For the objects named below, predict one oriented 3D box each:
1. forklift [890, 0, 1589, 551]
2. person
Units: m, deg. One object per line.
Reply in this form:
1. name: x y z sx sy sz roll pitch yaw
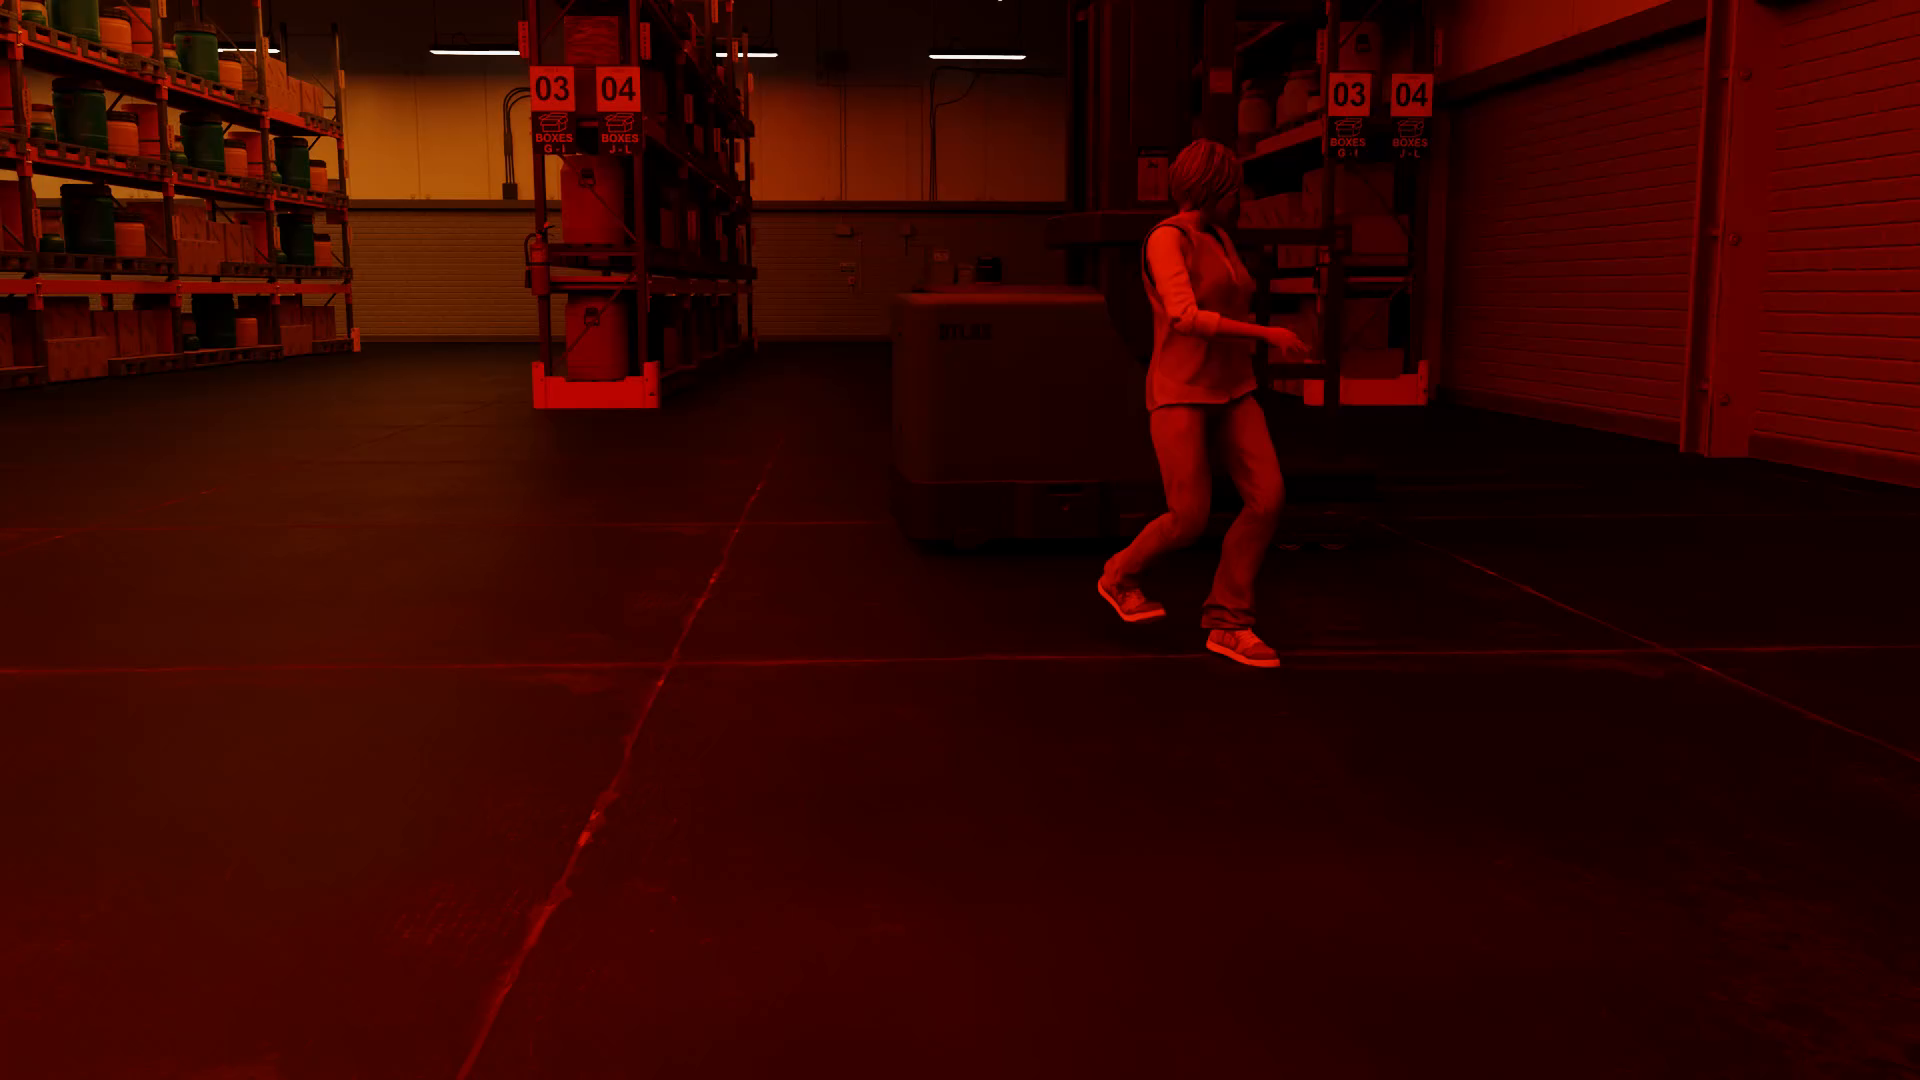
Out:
1. forklift: 1.233 -1.480 7.296 3.031 2.935 1.130 -1 9 -7
2. person: 0.733 -0.356 4.987 0.494 1.409 0.658 -6 10 -34
